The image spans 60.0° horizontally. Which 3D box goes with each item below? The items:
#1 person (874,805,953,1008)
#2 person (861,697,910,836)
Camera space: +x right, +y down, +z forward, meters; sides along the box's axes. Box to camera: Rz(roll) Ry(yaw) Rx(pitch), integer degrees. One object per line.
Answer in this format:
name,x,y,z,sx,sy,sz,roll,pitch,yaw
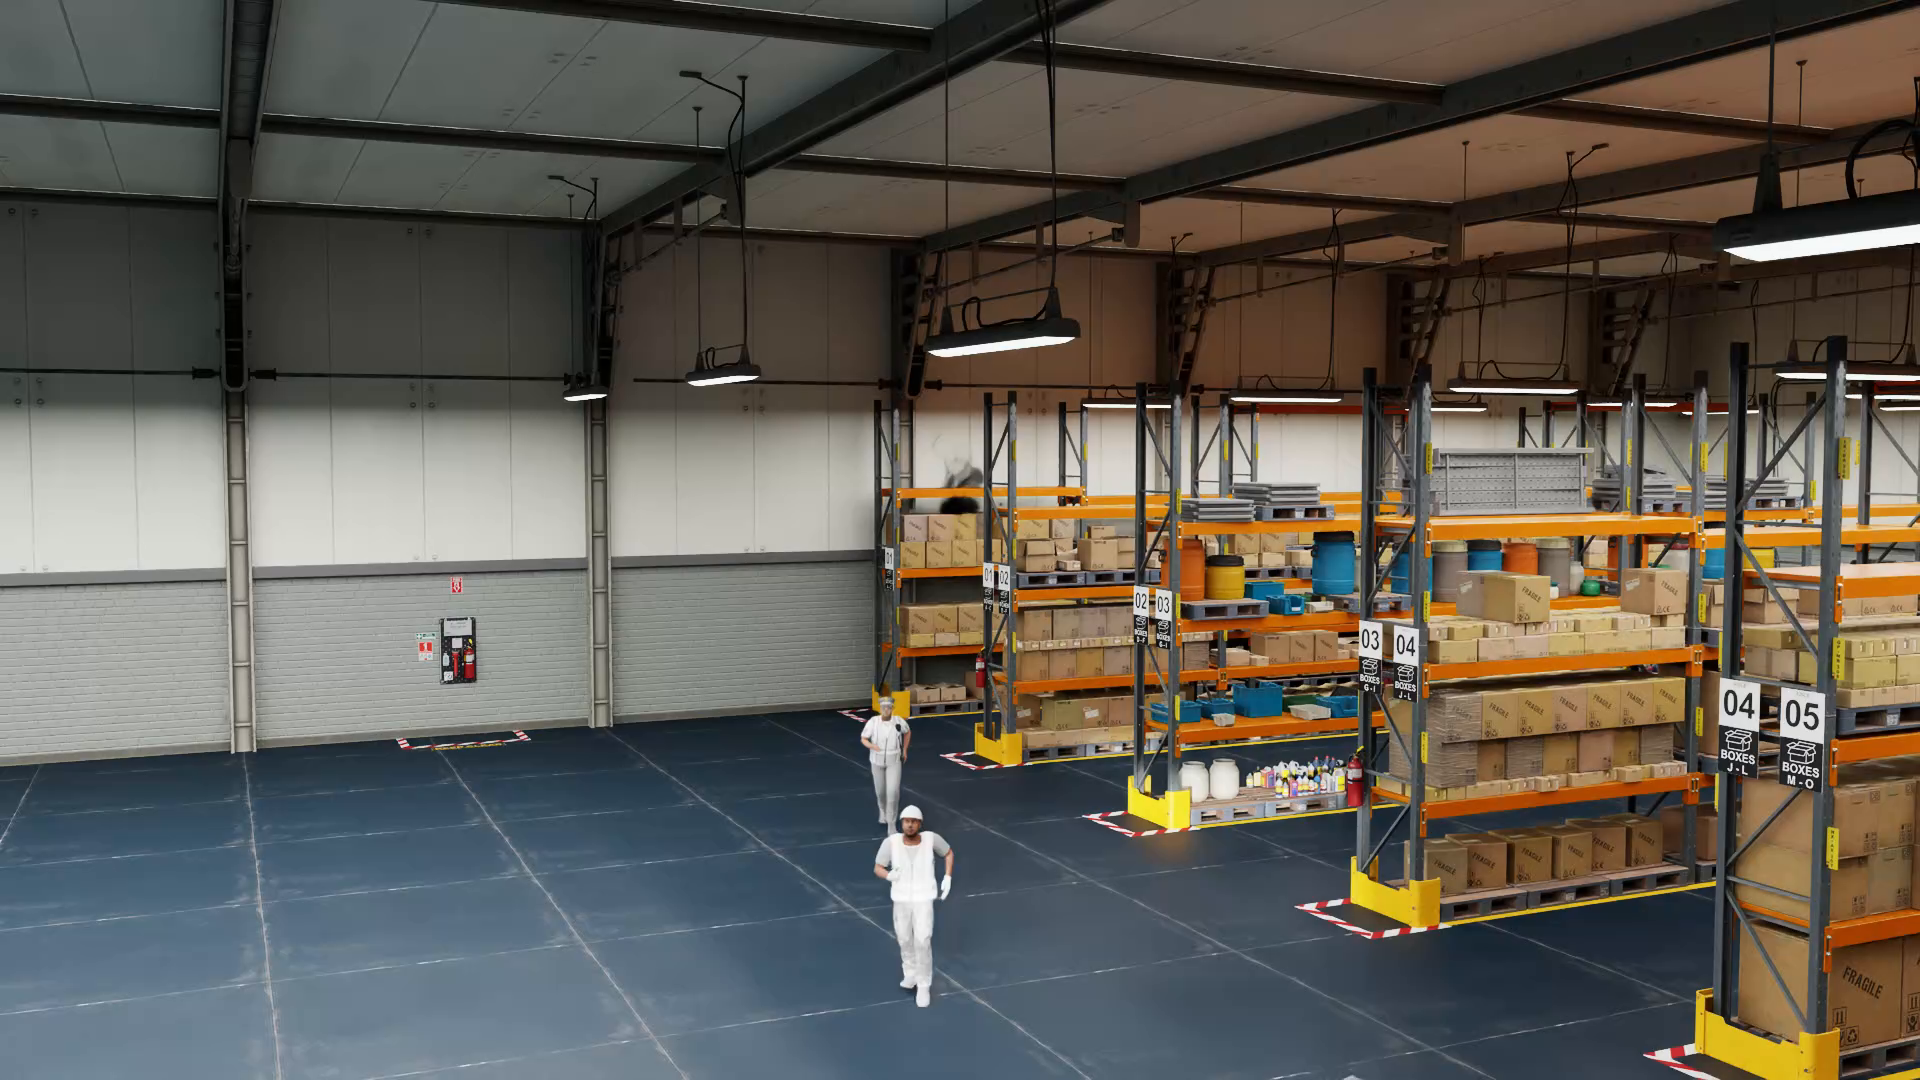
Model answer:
person,-0.445,3.376,15.422,0.709,1.844,0.743,0,3,7
person,-1.000,2.989,22.238,0.650,1.823,0.864,0,3,2
